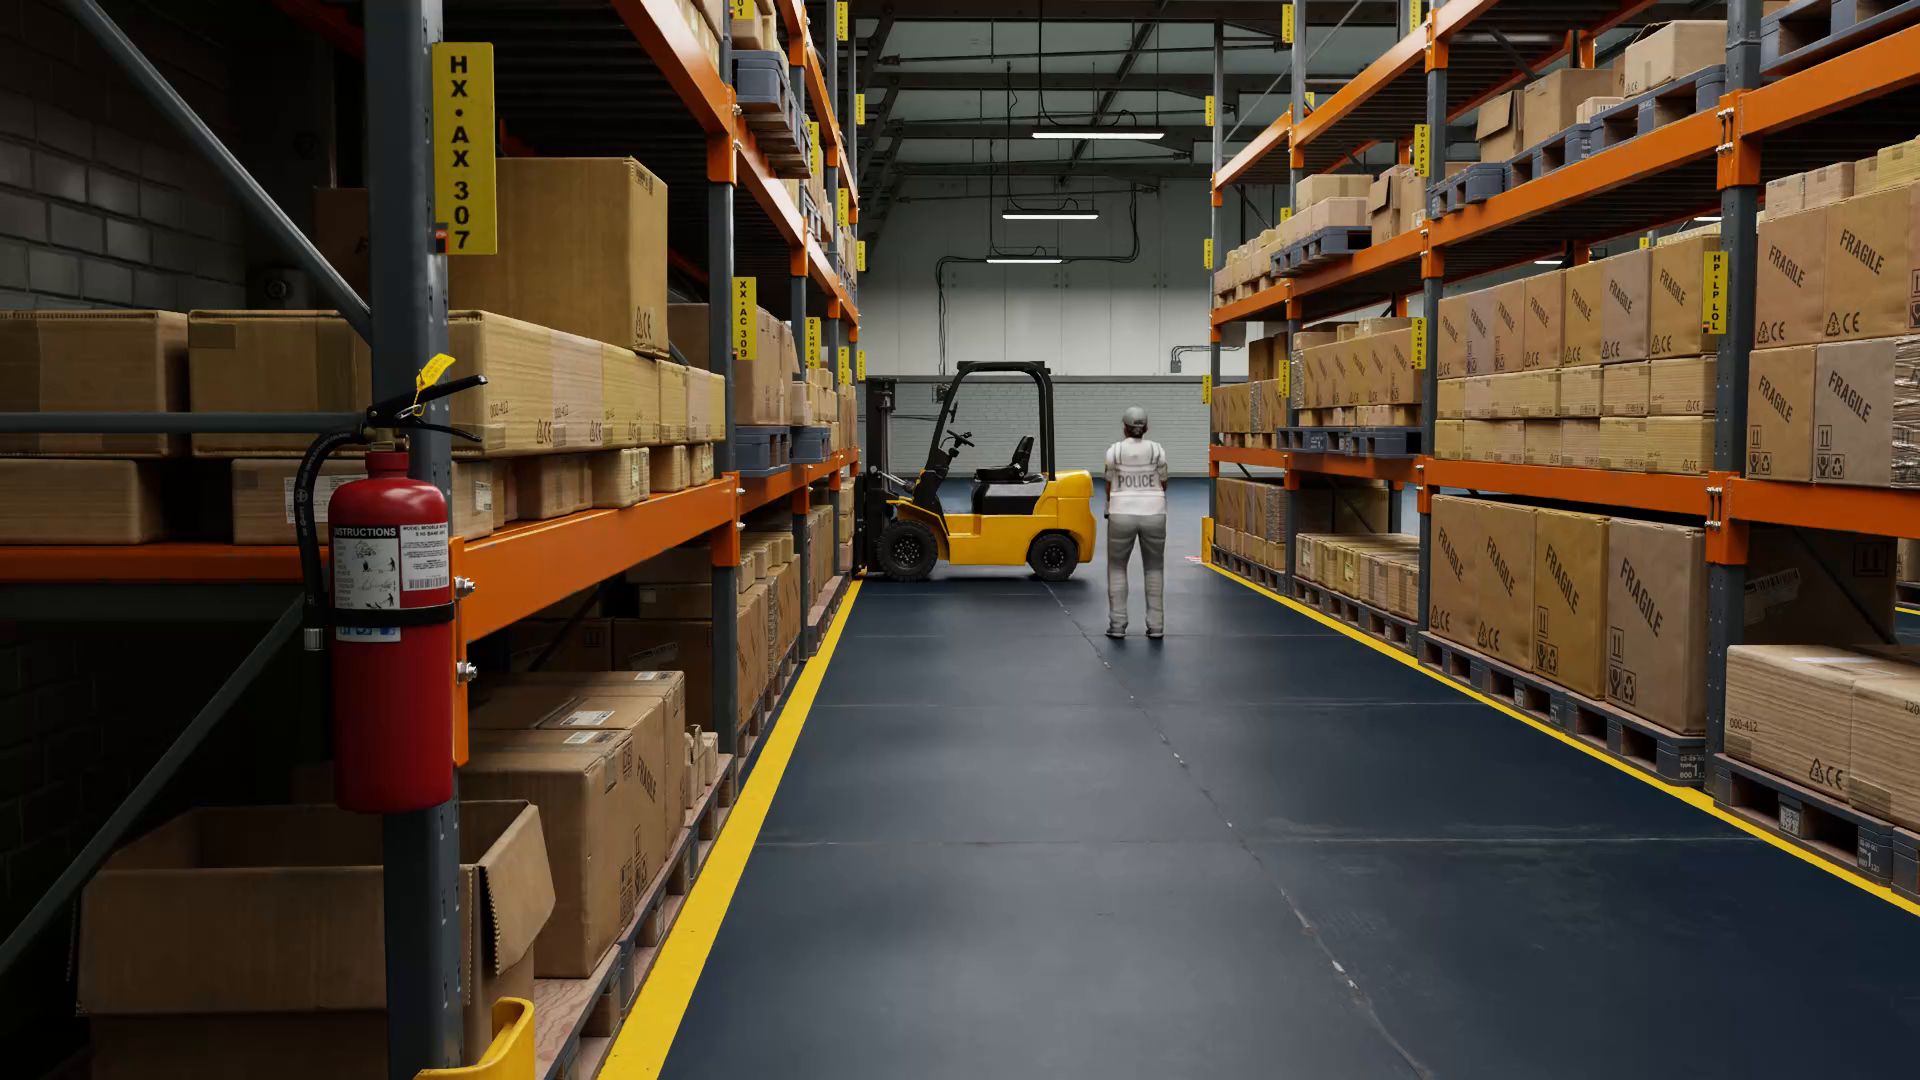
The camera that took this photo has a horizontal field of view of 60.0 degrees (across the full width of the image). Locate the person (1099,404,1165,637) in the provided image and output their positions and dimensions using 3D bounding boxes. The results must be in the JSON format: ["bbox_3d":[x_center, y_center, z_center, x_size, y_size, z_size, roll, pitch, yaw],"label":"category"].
[{"bbox_3d":[1.244,-0.137,11.967,0.528,1.670,0.497,-1,4,-15],"label":"person"}]
